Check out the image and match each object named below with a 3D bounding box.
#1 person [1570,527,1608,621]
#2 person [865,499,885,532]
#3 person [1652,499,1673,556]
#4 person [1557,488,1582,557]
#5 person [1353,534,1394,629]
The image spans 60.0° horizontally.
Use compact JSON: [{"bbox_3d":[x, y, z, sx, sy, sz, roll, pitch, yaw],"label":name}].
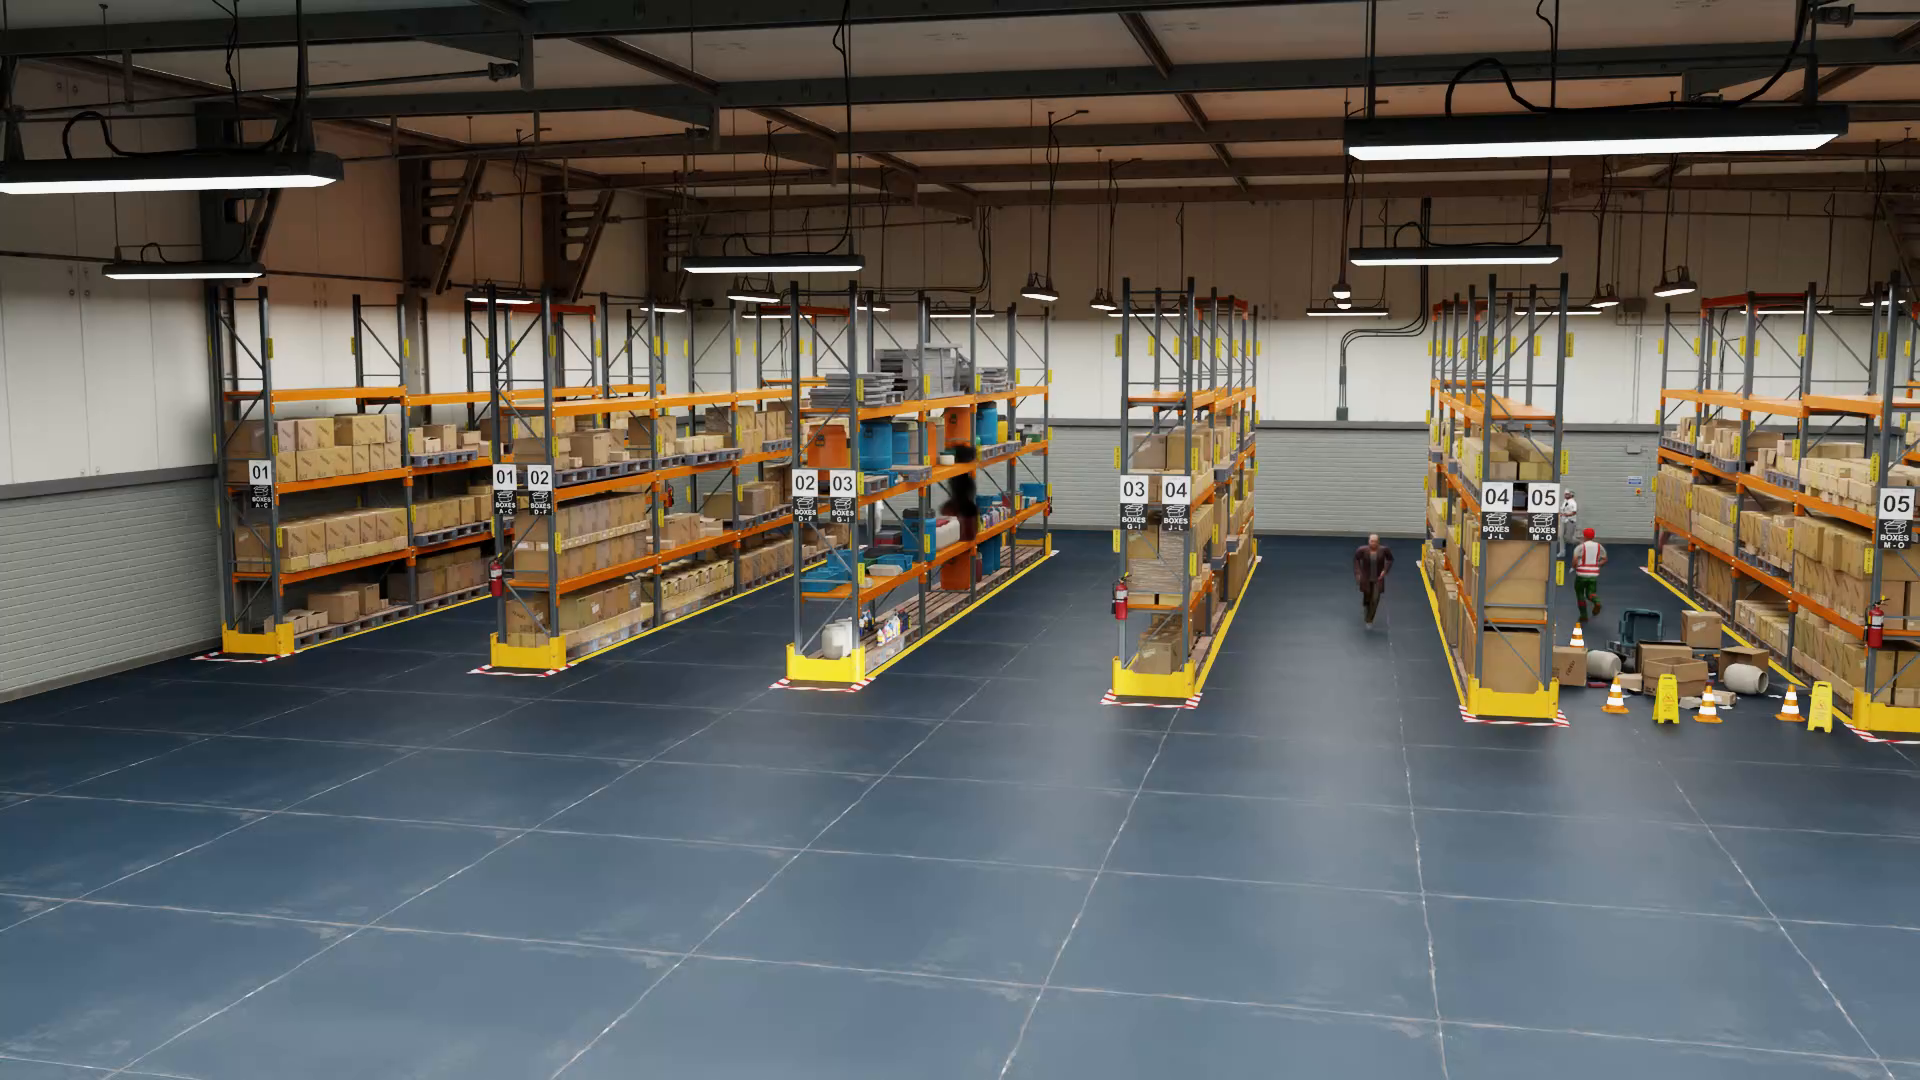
[{"bbox_3d":[11.545,0.644,30.518,0.665,1.740,0.751,0,7,1],"label":"person"},{"bbox_3d":[-2.297,-0.952,44.020,0.692,1.831,0.933,-2,7,-15],"label":"person"},{"bbox_3d":[16.304,-0.190,38.363,0.651,1.599,0.552,2,7,20],"label":"person"},{"bbox_3d":[14.629,-0.414,39.872,0.782,1.669,0.579,-1,7,-7],"label":"person"},{"bbox_3d":[7.463,0.722,30.109,0.704,1.724,0.873,1,7,5],"label":"person"}]
